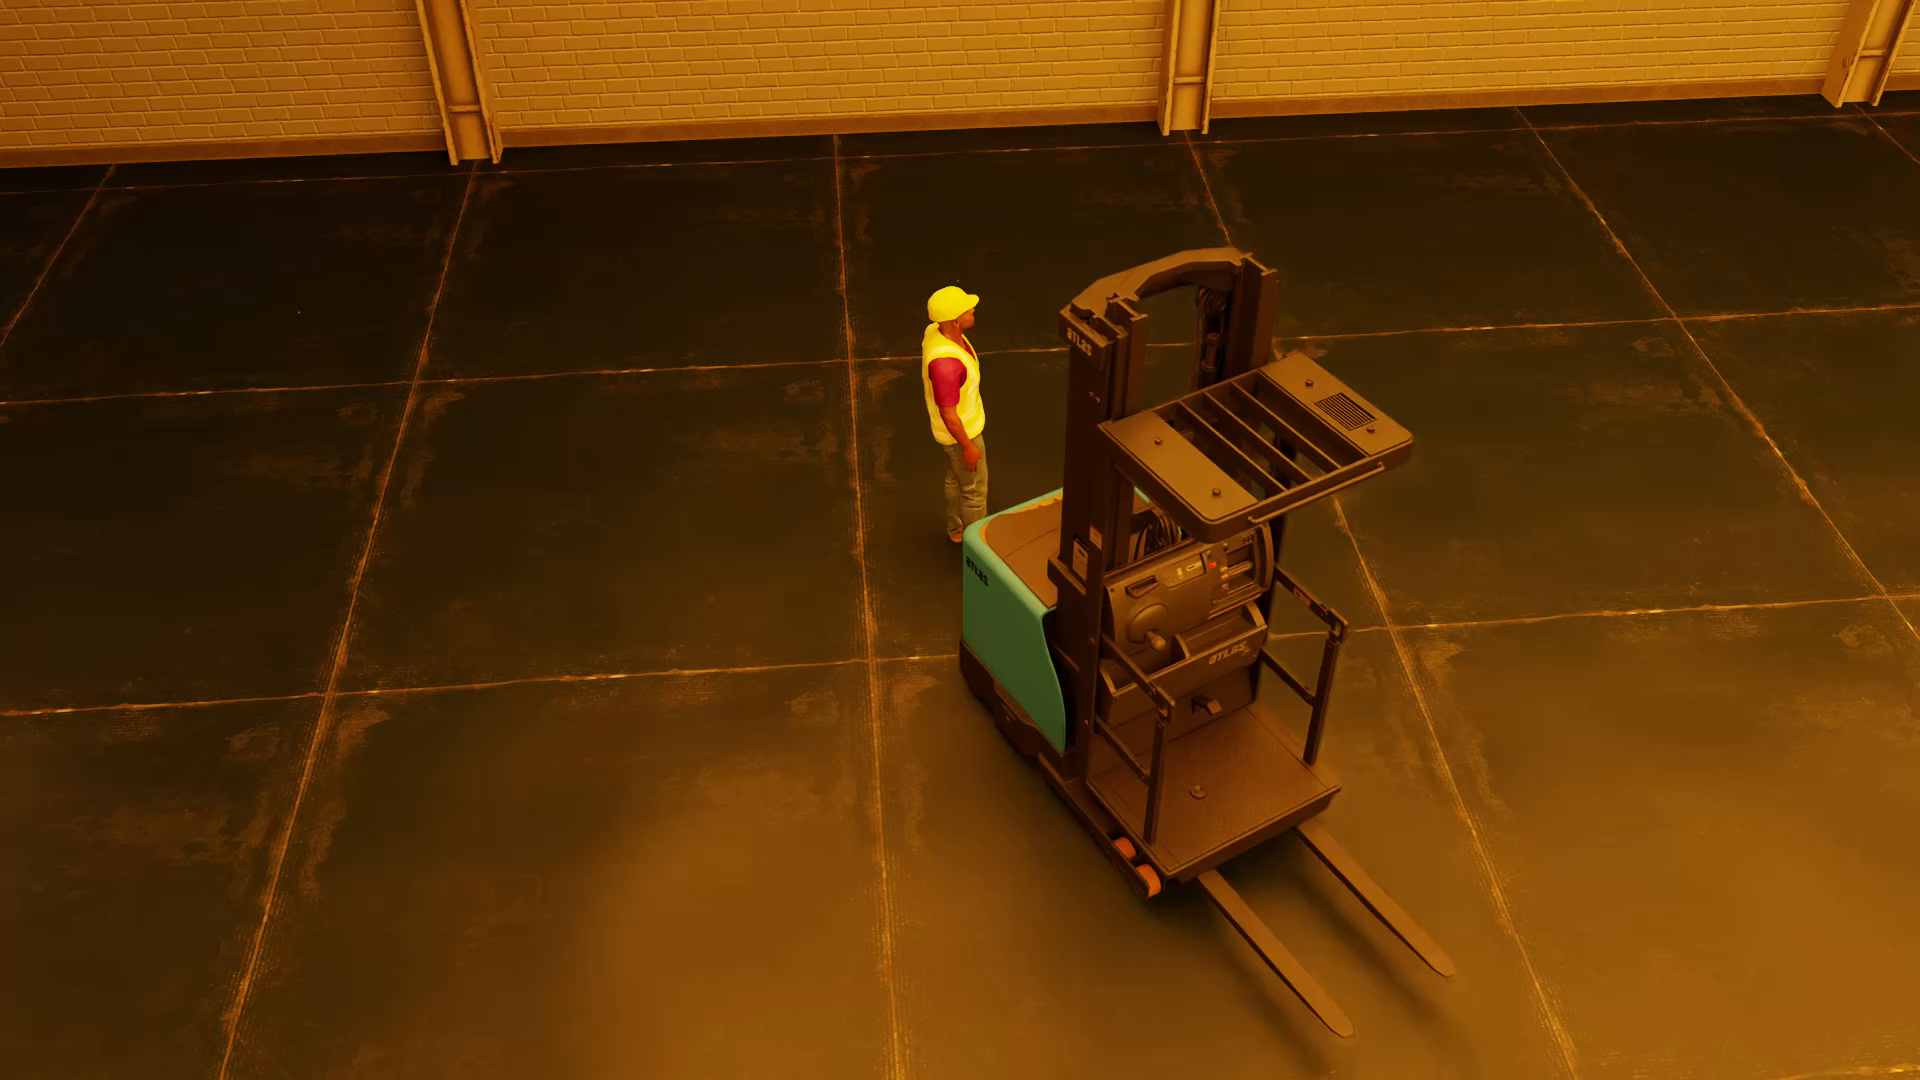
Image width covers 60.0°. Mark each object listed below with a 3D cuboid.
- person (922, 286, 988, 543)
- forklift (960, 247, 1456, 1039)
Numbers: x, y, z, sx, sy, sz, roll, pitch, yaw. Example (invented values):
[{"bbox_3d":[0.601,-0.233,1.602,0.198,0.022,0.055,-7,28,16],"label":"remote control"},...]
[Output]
[{"bbox_3d":[0.070,-0.677,9.615,0.575,1.768,0.666,-3,41,-4],"label":"person"},{"bbox_3d":[1.190,0.288,7.601,1.130,2.935,3.031,-21,45,-23],"label":"forklift"}]
